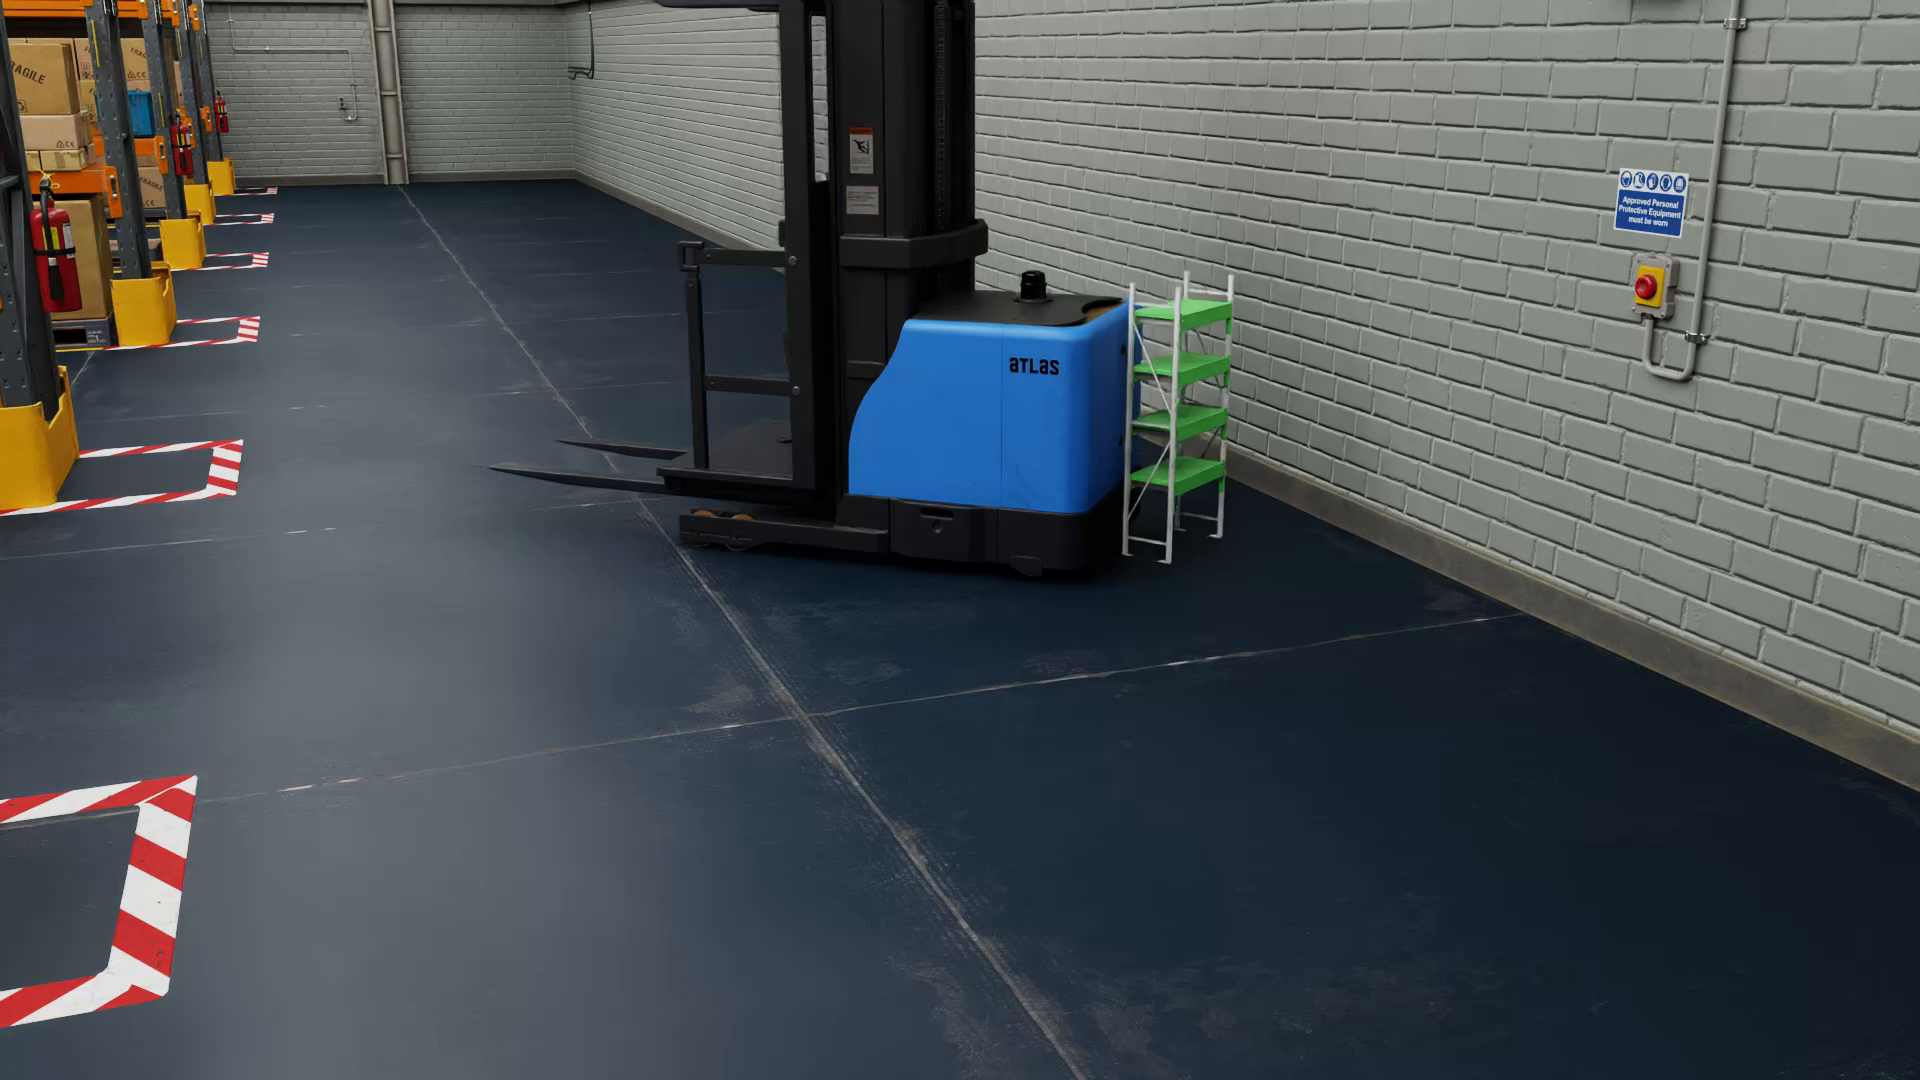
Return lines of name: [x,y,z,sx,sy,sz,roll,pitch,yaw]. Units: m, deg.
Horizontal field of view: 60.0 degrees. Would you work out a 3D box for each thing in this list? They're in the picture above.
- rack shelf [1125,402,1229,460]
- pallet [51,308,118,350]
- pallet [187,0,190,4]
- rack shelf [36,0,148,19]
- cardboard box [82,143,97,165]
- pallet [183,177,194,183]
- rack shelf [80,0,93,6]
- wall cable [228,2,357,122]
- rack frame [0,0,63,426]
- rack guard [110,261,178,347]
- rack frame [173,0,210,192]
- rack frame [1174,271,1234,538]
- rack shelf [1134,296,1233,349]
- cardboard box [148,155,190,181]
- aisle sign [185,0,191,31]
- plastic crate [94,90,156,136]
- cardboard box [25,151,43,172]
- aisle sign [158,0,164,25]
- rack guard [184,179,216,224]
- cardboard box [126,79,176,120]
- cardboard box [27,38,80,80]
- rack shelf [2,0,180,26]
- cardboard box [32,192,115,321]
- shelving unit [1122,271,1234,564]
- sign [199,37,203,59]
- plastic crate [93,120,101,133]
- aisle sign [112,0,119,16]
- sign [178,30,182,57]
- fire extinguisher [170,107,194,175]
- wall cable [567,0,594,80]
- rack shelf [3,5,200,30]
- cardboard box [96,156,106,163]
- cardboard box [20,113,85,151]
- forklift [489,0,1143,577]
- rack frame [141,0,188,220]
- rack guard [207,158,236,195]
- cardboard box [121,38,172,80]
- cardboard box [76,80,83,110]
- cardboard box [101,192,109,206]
rack shelf: [0.962,-0.488,7.356,0.258,0.148,0.480,11,20,34]
pallet: [-7.148,-1.626,12.760,1.213,0.211,1.003,-6,17,-20]
pallet: [-12.435,-8.294,25.352,1.213,0.211,1.003,-6,17,-20]
rack shelf: [-10.069,-5.261,16.142,4.000,0.370,1.077,-6,17,-20]
cardboard box: [-6.879,-2.996,12.921,0.250,0.149,0.380,-6,17,-19]
pallet: [-12.465,-5.536,26.074,1.213,0.211,1.003,-6,17,-20]
rack shelf: [-8.297,-3.957,11.704,4.000,0.370,1.077,-6,17,-20]
wall cable: [-10.889,-7.840,27.170,1.851,1.984,0.084,-6,17,-20]
rack frame: [-4.749,-1.750,8.233,0.127,3.000,1.000,-6,17,-20]
rack guard: [-6.407,-1.868,13.072,0.348,0.500,1.175,-6,17,-20]
rack frame: [-9.970,-5.672,21.589,0.127,3.000,1.000,-6,17,-20]
rack frame: [1.103,-0.605,7.529,0.240,1.200,0.015,11,20,34]
rack shelf: [0.962,-0.948,7.220,0.258,0.148,0.480,11,20,34]
cardboard box: [-12.364,-5.880,25.989,0.500,0.500,0.700,-6,17,-20]
aisle sign: [-10.012,-7.003,21.509,0.004,0.787,0.394,-6,17,-20]
plastic crate: [-8.447,-4.331,16.854,0.499,0.435,0.616,-6,17,-20]
cardboard box: [-6.886,-2.795,12.239,0.250,0.149,0.380,-6,17,-20]
aisle sign: [-8.241,-5.701,17.074,0.004,0.787,0.394,-6,17,-20]
rack guard: [-10.041,-4.465,21.915,0.348,0.500,1.175,-6,17,-20]
cardboard box: [-10.291,-5.603,21.177,0.500,0.500,0.500,-6,17,-18]
cardboard box: [-11.242,-5.978,20.678,0.500,0.500,0.500,-6,17,-19]
rack shelf: [-11.838,-6.564,20.581,4.000,0.370,1.077,-6,17,-20]
cardboard box: [-6.998,-2.161,12.661,0.875,0.875,0.875,-6,17,-20]
shelving unit: [0.962,-0.549,7.338,0.258,1.200,0.503,11,20,34]
sign: [-11.565,-7.500,25.338,0.005,0.325,0.100,-6,17,-20]
plastic crate: [-8.879,-4.322,17.352,0.298,0.136,0.250,-6,17,-20]
aisle sign: [-6.469,-4.399,12.639,0.004,0.787,0.394,-6,17,-20]
sign: [-9.791,-6.231,20.877,0.005,0.325,0.100,-6,17,-20]
fire extinguisher: [-7.898,-4.048,16.858,0.183,0.674,0.296,-6,17,-20]
wall cable: [-6.337,-8.840,27.240,0.112,2.526,3.097,-6,17,-20]
rack shelf: [-13.614,-7.867,25.018,4.000,0.370,1.077,-6,17,-20]
cardboard box: [-13.301,-5.779,25.644,0.500,0.500,0.700,-7,18,-22]
cardboard box: [-6.787,-3.017,12.287,0.500,0.250,0.500,-6,18,-21]
forklift: [-0.733,-1.486,7.457,3.031,2.935,1.130,6,17,19]
rack frame: [-8.201,-4.368,17.150,0.127,3.000,1.000,-6,17,-20]
rack guard: [-11.724,-5.778,26.386,0.348,0.500,1.175,-6,17,-20]
cardboard box: [-10.288,-6.082,21.035,0.500,0.500,0.500,-6,18,-21]
cardboard box: [-11.242,-5.501,20.829,0.500,0.500,0.500,-6,17,-20]
cardboard box: [-11.047,-4.533,21.810,0.500,0.250,0.500,-6,17,-20]
